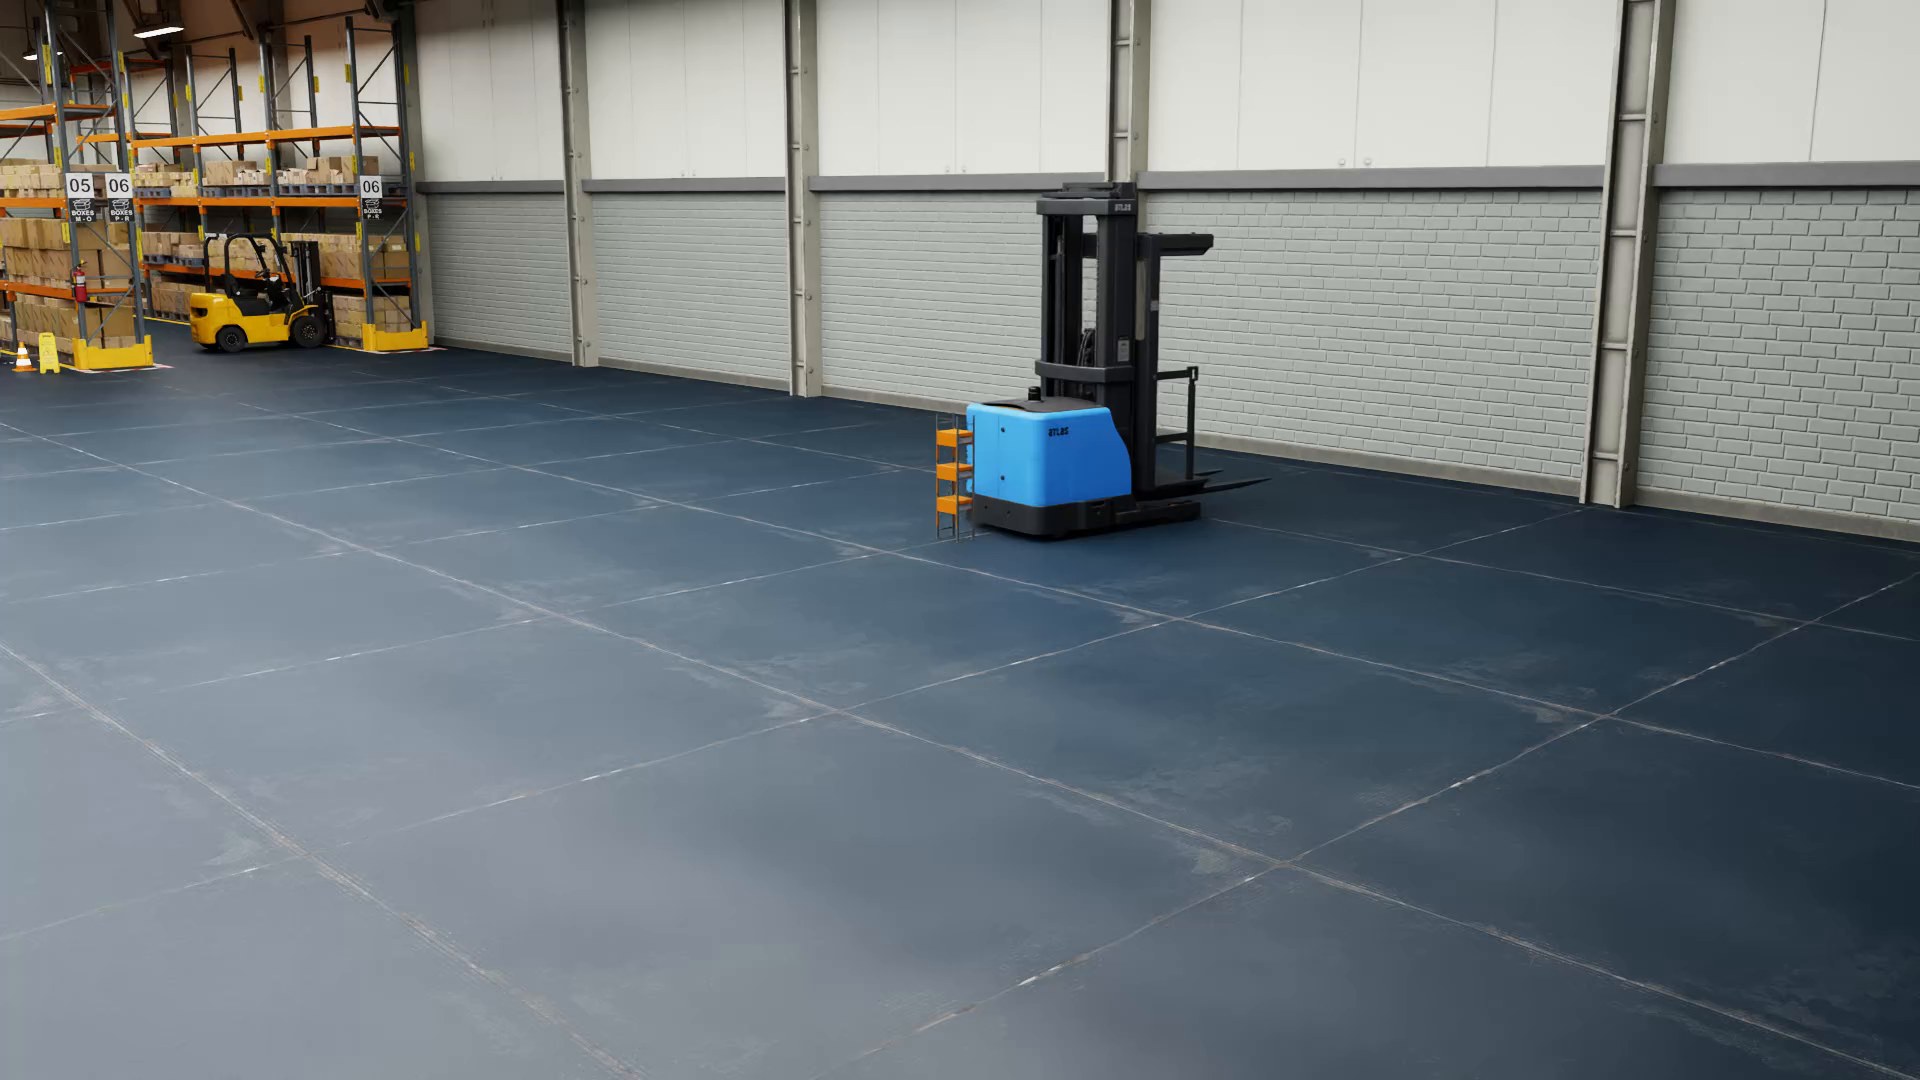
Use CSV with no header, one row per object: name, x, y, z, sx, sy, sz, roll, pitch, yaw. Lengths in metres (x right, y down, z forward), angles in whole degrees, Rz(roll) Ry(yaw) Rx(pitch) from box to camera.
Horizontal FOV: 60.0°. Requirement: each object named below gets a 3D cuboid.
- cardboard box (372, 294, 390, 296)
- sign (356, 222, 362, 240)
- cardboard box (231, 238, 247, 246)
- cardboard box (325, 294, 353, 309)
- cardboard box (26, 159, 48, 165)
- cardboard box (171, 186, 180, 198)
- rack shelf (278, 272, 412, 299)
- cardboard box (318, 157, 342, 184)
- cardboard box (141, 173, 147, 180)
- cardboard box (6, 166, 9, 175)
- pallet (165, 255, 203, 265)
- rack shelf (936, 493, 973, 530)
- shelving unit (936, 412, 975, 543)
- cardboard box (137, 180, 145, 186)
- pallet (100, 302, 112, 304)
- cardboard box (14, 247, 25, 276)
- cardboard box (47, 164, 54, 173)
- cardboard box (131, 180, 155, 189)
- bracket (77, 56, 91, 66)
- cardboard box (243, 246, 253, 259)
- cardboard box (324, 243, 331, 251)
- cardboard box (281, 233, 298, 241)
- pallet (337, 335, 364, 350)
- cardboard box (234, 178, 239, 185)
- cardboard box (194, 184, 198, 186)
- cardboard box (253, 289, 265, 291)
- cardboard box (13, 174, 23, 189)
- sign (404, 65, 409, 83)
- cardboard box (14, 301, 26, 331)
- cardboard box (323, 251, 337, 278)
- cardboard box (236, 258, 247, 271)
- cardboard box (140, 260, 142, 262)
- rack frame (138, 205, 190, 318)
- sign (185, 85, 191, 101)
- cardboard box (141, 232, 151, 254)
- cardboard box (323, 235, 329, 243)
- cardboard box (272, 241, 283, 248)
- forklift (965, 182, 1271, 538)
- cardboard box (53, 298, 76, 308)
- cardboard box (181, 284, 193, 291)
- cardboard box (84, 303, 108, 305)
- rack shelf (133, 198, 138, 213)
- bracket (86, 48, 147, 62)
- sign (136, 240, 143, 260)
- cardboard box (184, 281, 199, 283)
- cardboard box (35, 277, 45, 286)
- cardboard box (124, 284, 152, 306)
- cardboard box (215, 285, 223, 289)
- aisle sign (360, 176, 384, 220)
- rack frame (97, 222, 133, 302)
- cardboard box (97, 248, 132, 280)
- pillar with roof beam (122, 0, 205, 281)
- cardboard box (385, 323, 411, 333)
cardboard box,-11.226,-4.607,32.136,0.500,0.250,0.500,-11,16,-42
sign,-11.085,-5.699,30.684,0.100,0.325,0.005,-11,16,-43
cardboard box,-15.302,-6.349,35.441,0.380,0.149,0.250,-10,16,-41
cardboard box,-11.939,-4.608,32.139,0.500,0.250,0.500,-11,16,-42
cardboard box,-17.498,-7.040,31.306,0.500,0.250,0.500,-11,16,-44
cardboard box,-17.431,-7.840,37.470,0.500,0.250,0.500,-11,16,-43
rack shelf,-12.064,-5.029,32.671,1.077,0.370,4.000,-11,16,-43
cardboard box,-11.800,-7.056,31.758,0.700,0.500,0.500,-11,16,-42
cardboard box,-18.701,-8.411,38.465,0.380,0.149,0.250,-11,16,-44
cardboard box,-16.675,-6.553,29.496,0.250,0.149,0.380,11,16,43
pallet,-17.554,-6.446,38.242,1.003,0.211,1.213,-11,16,-43
rack shelf,-0.037,-0.239,13.902,0.215,0.259,0.240,-11,16,-43
shelving unit,-0.037,-0.522,13.843,0.215,1.050,0.252,-11,16,-43
cardboard box,-18.898,-8.300,38.665,0.380,0.149,0.250,-11,16,-42
pallet,-21.128,-5.931,42.179,1.003,0.211,1.213,-11,16,-43
cardboard box,-16.567,-5.003,29.775,0.500,0.500,0.500,-11,16,-43
cardboard box,-15.057,-6.220,27.881,0.380,0.149,0.250,-11,16,-43
cardboard box,-19.484,-8.418,39.537,0.500,0.250,0.500,-11,16,-42
bracket,-22.912,-12.535,43.533,0.235,0.232,0.430,-11,16,-43
cardboard box,-14.679,-6.030,34.880,0.500,0.250,0.500,-10,16,-41
cardboard box,-12.028,-5.652,32.054,0.380,0.149,0.250,-11,16,-42
cardboard box,-13.440,-6.098,33.483,0.380,0.149,0.250,-10,16,-41
pallet,-11.241,-3.830,31.976,1.003,0.211,1.213,-11,16,-43
cardboard box,-14.957,-7.505,34.805,0.380,0.149,0.250,-11,16,-43
cardboard box,-16.627,-7.866,36.609,0.380,0.149,0.250,-10,16,-41
cardboard box,-15.330,-5.113,36.137,0.875,0.625,0.625,-10,15,-41
cardboard box,-16.227,-6.271,29.118,0.500,0.250,0.500,-11,16,-42
sign,-10.277,-8.639,30.837,0.100,0.325,0.005,-11,16,-43
cardboard box,-16.820,-4.084,30.214,0.500,0.500,0.500,-10,15,-40
cardboard box,-11.918,-5.326,32.079,0.500,0.500,0.500,-11,16,-44
cardboard box,-15.016,-5.861,35.296,0.500,0.250,0.500,-10,15,-41
cardboard box,-19.373,-6.729,39.762,0.380,0.149,0.250,-11,16,-42
rack frame,-18.970,-6.841,39.682,1.000,3.000,0.127,-11,16,-43
sign,-16.593,-9.615,35.767,0.100,0.325,0.005,-11,16,-43
cardboard box,-18.798,-6.994,39.136,0.700,0.500,0.500,-10,16,-41
cardboard box,-12.037,-5.797,32.024,0.380,0.149,0.250,-10,16,-41
cardboard box,-13.842,-6.059,34.031,0.380,0.149,0.250,-10,15,-41
forklift,1.521,-1.664,14.727,3.031,2.935,1.130,-9,15,-37
cardboard box,-15.314,-4.066,28.521,0.380,0.149,0.250,-10,15,-41
cardboard box,-17.627,-5.790,38.130,0.250,0.149,0.380,11,16,42
cardboard box,-15.349,-3.933,29.484,0.500,0.500,0.500,-10,16,-41
rack shelf,-20.351,-8.250,40.869,1.077,0.370,4.000,-11,16,-43
bracket,-21.121,-12.156,41.695,0.076,0.066,4.783,-11,16,-43
sign,-13.878,-4.897,28.101,0.100,0.325,0.005,-11,16,-43
cardboard box,-18.148,-6.055,39.412,0.380,0.149,0.250,-11,16,-42
cardboard box,-15.976,-4.547,29.168,0.380,0.149,0.250,-11,16,-43
cardboard box,-20.099,-6.022,40.861,0.500,0.500,0.700,11,16,43
cardboard box,-16.736,-5.743,37.902,0.380,0.149,0.250,-11,16,-42
aisle sign,-10.850,-6.312,30.674,0.394,0.787,0.004,-11,16,-43
rack frame,-21.732,-7.425,42.516,1.000,3.000,0.127,-11,16,-43
cardboard box,-14.397,-4.700,28.305,0.500,0.500,0.500,-11,16,-43
pillar with roof beam,-21.912,-9.407,37.268,9.100,9.000,0.548,-11,16,-43
cardboard box,-10.881,-4.047,31.897,0.500,0.250,0.500,-11,16,-42
